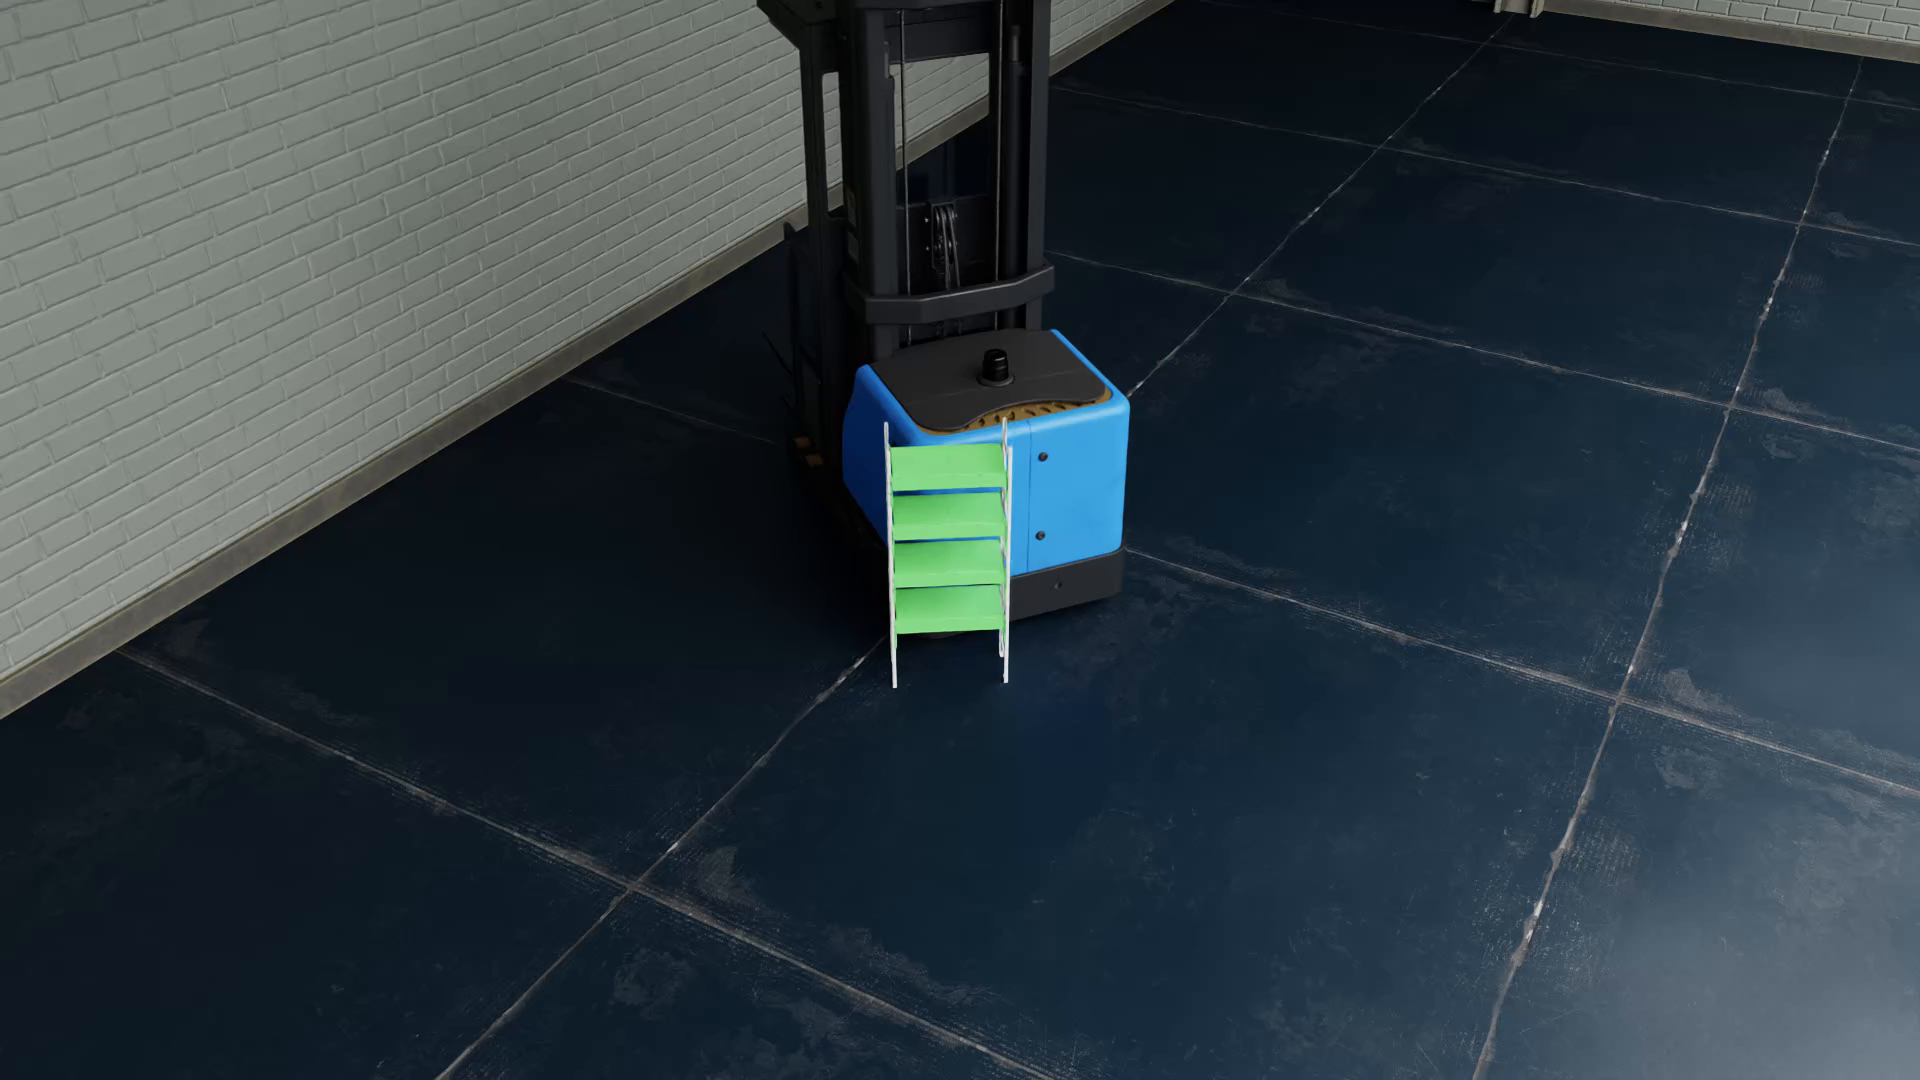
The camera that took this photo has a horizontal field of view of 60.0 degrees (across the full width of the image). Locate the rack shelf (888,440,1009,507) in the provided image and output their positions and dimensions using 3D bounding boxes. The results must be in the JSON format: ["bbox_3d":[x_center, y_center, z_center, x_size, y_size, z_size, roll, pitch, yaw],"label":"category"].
[{"bbox_3d":[-0.051,-0.273,6.827,0.480,0.148,0.258,-3,34,-4],"label":"rack shelf"}]

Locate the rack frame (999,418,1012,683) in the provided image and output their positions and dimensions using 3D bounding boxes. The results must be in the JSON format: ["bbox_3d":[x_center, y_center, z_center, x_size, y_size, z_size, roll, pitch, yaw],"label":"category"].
[{"bbox_3d":[0.192,0.062,7.074,0.015,1.200,0.240,-3,34,-4],"label":"rack frame"}]

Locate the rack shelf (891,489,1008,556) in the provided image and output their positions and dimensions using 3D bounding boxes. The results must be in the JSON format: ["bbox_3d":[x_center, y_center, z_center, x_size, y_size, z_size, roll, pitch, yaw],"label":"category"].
[{"bbox_3d":[-0.051,-0.074,6.960,0.480,0.148,0.258,-3,34,-4],"label":"rack shelf"}]

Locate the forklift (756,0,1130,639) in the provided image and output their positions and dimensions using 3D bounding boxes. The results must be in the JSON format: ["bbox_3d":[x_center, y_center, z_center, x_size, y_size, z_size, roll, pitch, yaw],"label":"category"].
[{"bbox_3d":[-0.270,-1.583,7.983,1.130,2.935,3.031,-13,36,-19],"label":"forklift"}]

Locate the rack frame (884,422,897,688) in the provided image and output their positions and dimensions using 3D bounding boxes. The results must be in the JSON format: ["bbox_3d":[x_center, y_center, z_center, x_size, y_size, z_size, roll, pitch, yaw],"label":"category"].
[{"bbox_3d":[-0.294,0.084,7.042,0.015,1.200,0.240,-3,34,-4],"label":"rack frame"}]

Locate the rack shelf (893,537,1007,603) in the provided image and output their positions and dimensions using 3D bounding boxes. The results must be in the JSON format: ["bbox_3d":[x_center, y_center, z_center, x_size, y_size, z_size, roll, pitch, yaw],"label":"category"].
[{"bbox_3d":[-0.051,0.126,7.093,0.480,0.148,0.258,-3,34,-4],"label":"rack shelf"}]

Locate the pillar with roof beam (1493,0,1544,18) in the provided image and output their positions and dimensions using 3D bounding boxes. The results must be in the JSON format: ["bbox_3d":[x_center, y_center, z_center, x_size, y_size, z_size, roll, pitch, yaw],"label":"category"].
[{"bbox_3d":[3.169,-6.705,10.200,0.400,9.000,9.100,18,37,24],"label":"pillar with roof beam"}]

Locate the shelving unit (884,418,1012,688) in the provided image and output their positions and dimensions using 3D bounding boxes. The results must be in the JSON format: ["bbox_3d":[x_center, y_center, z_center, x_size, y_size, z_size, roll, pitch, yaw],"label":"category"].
[{"bbox_3d":[-0.051,0.073,7.058,0.503,1.200,0.258,-3,34,-4],"label":"shelving unit"}]

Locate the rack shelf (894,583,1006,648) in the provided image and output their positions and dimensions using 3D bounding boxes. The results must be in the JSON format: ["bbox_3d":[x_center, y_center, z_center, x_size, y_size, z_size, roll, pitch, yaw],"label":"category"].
[{"bbox_3d":[-0.051,0.326,7.226,0.480,0.148,0.258,-3,34,-4],"label":"rack shelf"}]
